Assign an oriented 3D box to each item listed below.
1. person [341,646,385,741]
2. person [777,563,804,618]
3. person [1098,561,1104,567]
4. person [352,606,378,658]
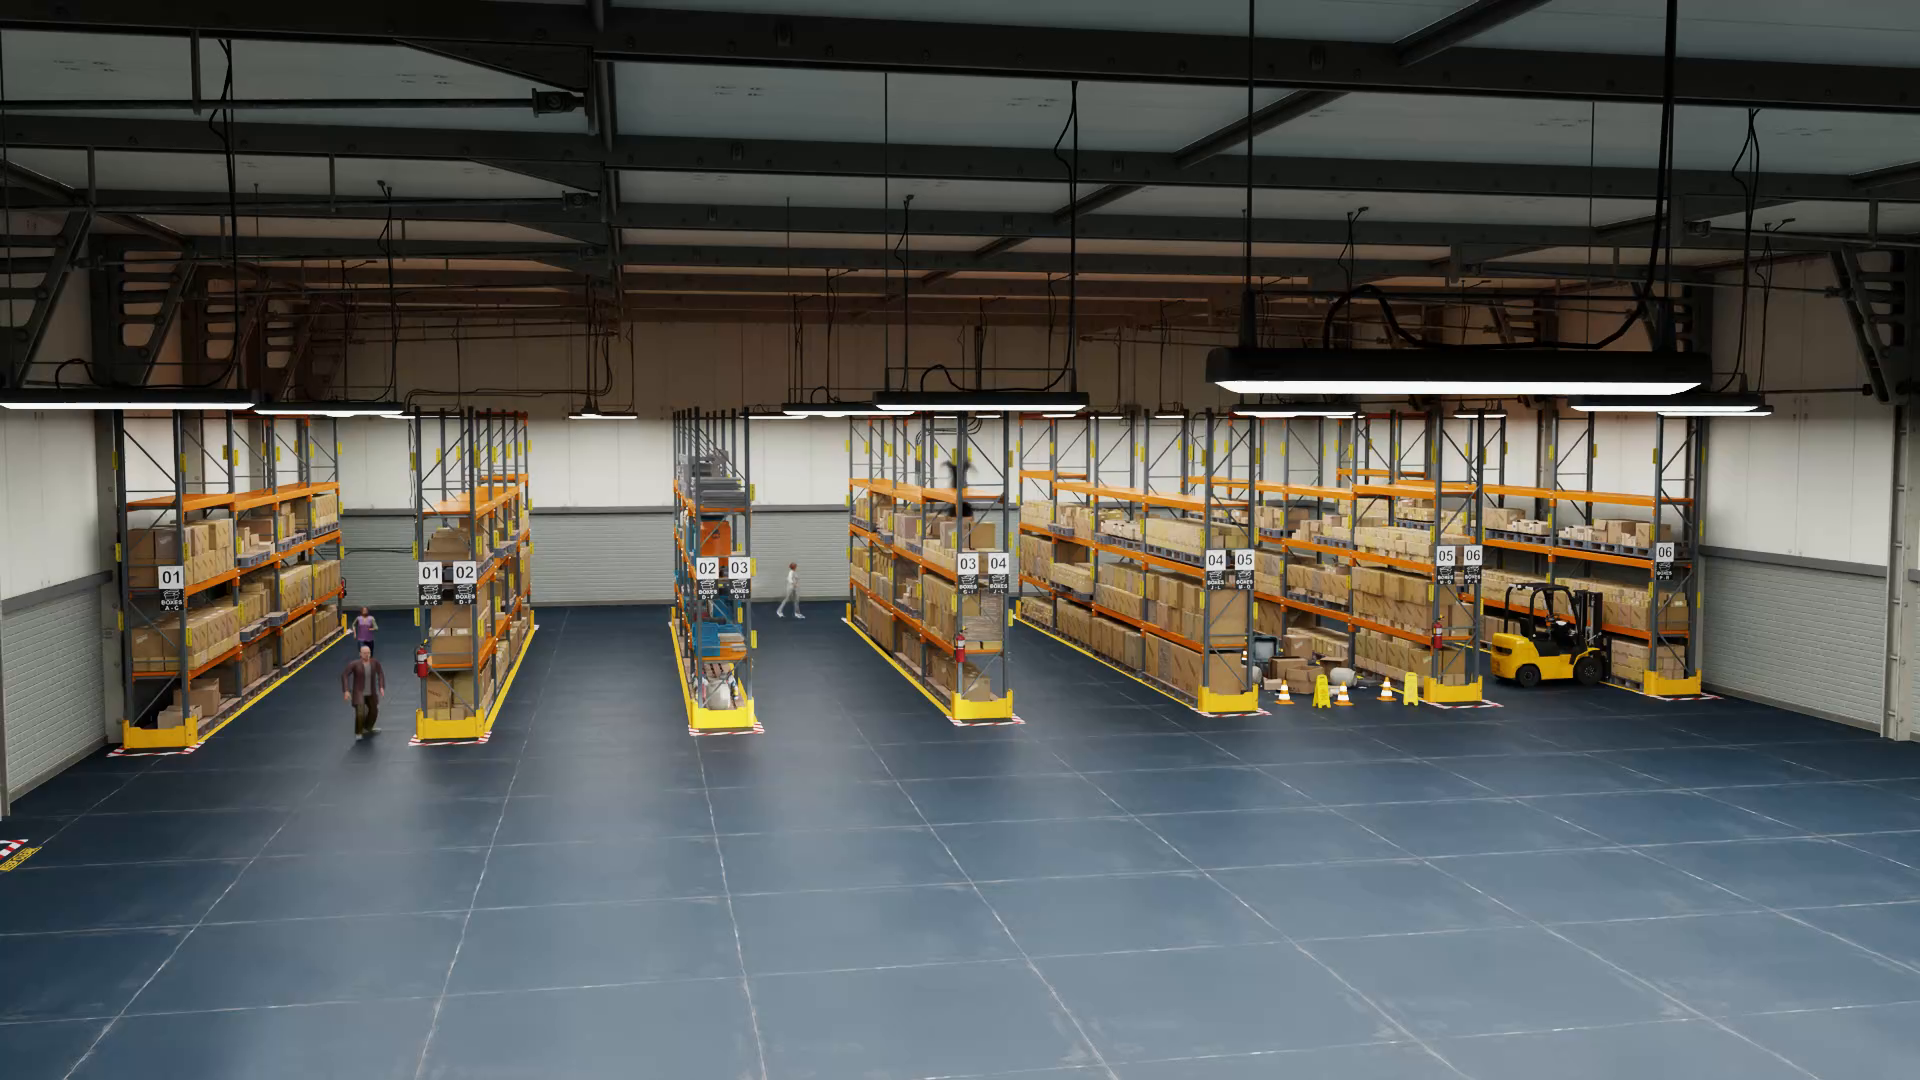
[{"bbox_3d":[-10.819,2.743,30.095,0.723,1.711,0.802,4,6,44],"label":"person"},{"bbox_3d":[-4.911,1.460,48.469,0.793,1.604,0.596,1,4,7],"label":"person"},{"bbox_3d":[4.278,1.452,48.881,0.909,1.644,0.598,3,5,34],"label":"person"},{"bbox_3d":[-13.297,2.260,37.179,0.545,1.588,0.888,-2,4,-21],"label":"person"}]
